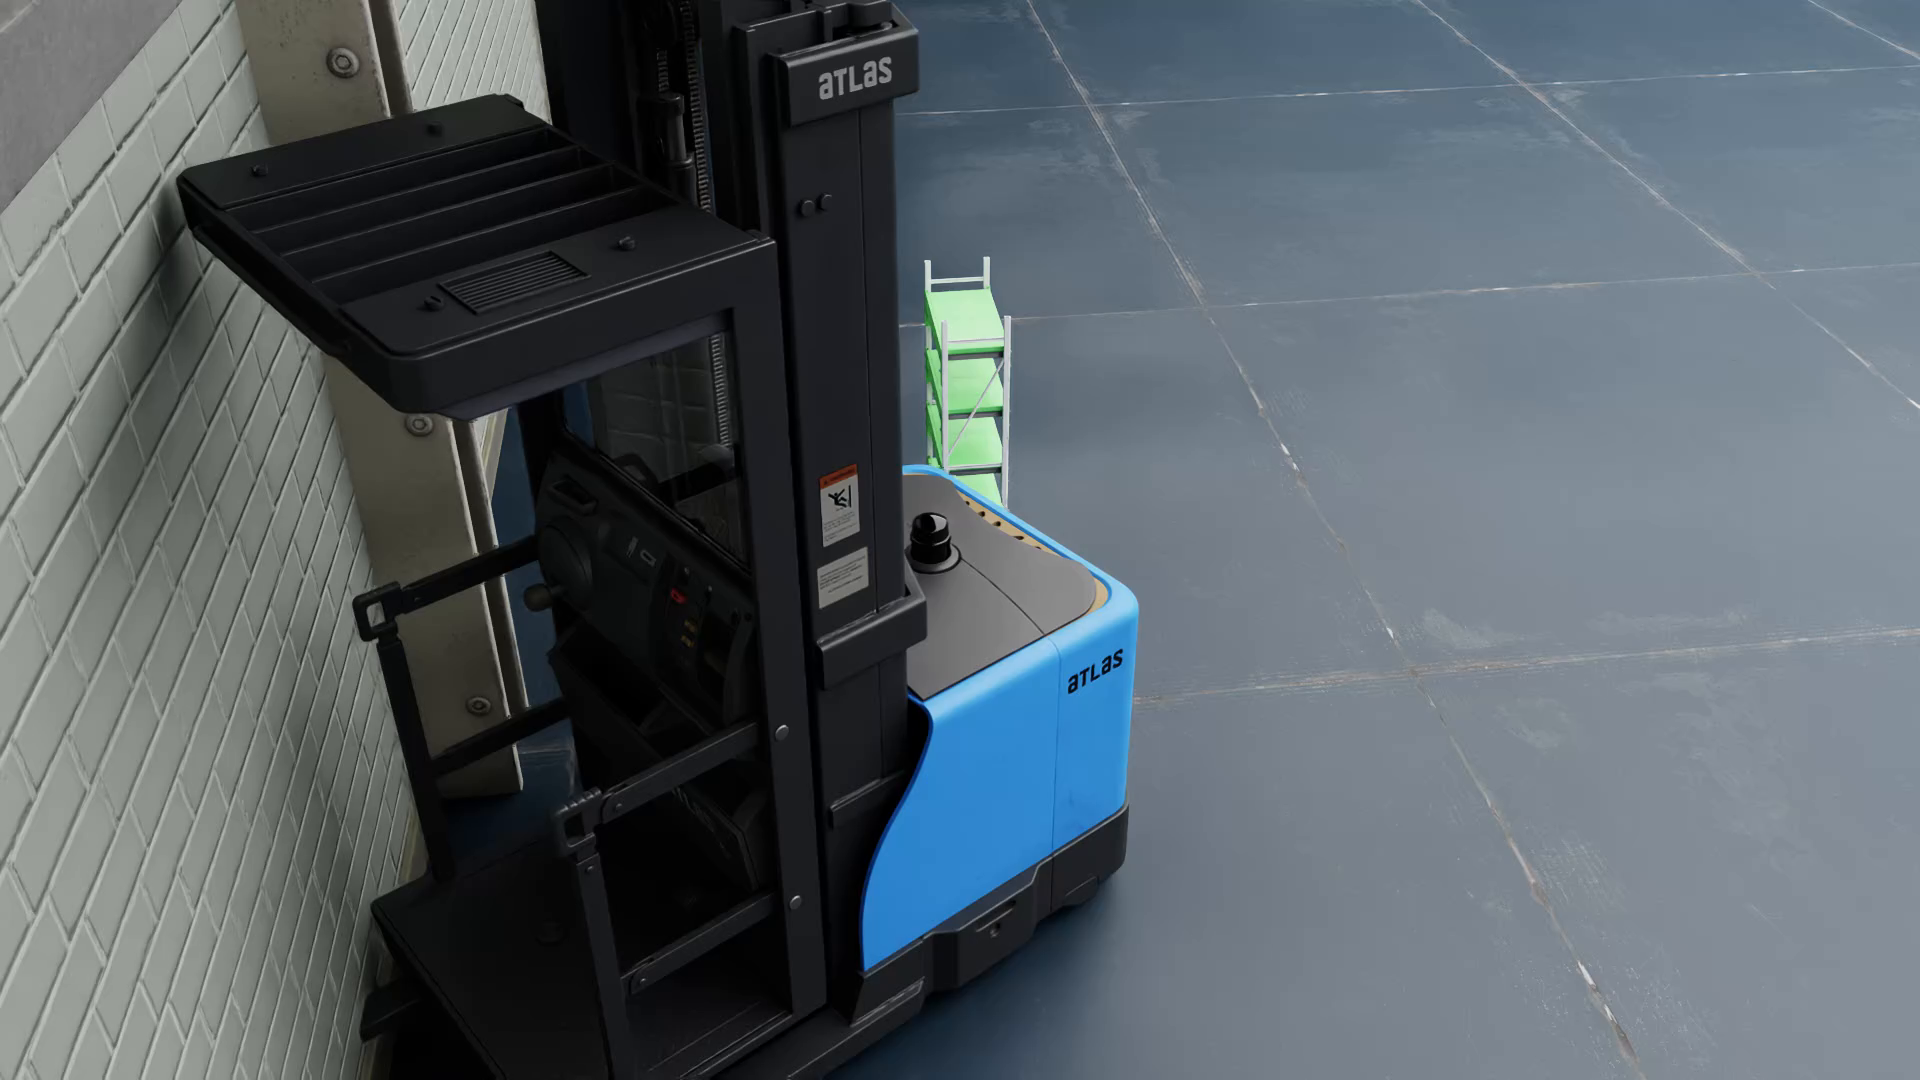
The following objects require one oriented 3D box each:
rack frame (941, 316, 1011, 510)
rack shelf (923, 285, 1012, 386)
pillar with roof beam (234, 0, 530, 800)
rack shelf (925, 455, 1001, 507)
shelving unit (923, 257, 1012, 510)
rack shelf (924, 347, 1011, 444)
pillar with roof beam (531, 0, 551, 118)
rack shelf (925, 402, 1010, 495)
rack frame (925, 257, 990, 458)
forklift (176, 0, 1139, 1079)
[{"bbox_3d":[0.055,-0.267,6.077,0.240,1.200,0.015,-4,35,-6],"label":"rack frame"},{"bbox_3d":[0.022,-0.747,6.042,0.258,0.148,0.480,-4,35,-6],"label":"rack shelf"},{"bbox_3d":[2.631,-3.307,3.612,9.100,9.000,0.400,-4,35,-6],"label":"pillar with roof beam"},{"bbox_3d":[0.022,-0.152,6.448,0.258,0.148,0.480,-4,35,-6],"label":"rack shelf"},{"bbox_3d":[0.022,-0.403,6.277,0.258,1.200,0.503,-4,35,-6],"label":"shelving unit"},{"bbox_3d":[0.022,-0.549,6.177,0.258,0.148,0.480,-4,35,-6],"label":"rack shelf"},{"bbox_3d":[1.824,-6.655,8.525,9.100,9.000,0.400,-4,35,-6],"label":"pillar with roof beam"},{"bbox_3d":[0.022,-0.351,6.313,0.258,0.148,0.480,-4,35,-6],"label":"rack shelf"},{"bbox_3d":[-0.011,-0.540,6.476,0.240,1.200,0.015,-4,35,-6],"label":"rack frame"},{"bbox_3d":[-0.935,0.157,3.918,3.031,2.935,1.130,-25,42,-32],"label":"forklift"}]
